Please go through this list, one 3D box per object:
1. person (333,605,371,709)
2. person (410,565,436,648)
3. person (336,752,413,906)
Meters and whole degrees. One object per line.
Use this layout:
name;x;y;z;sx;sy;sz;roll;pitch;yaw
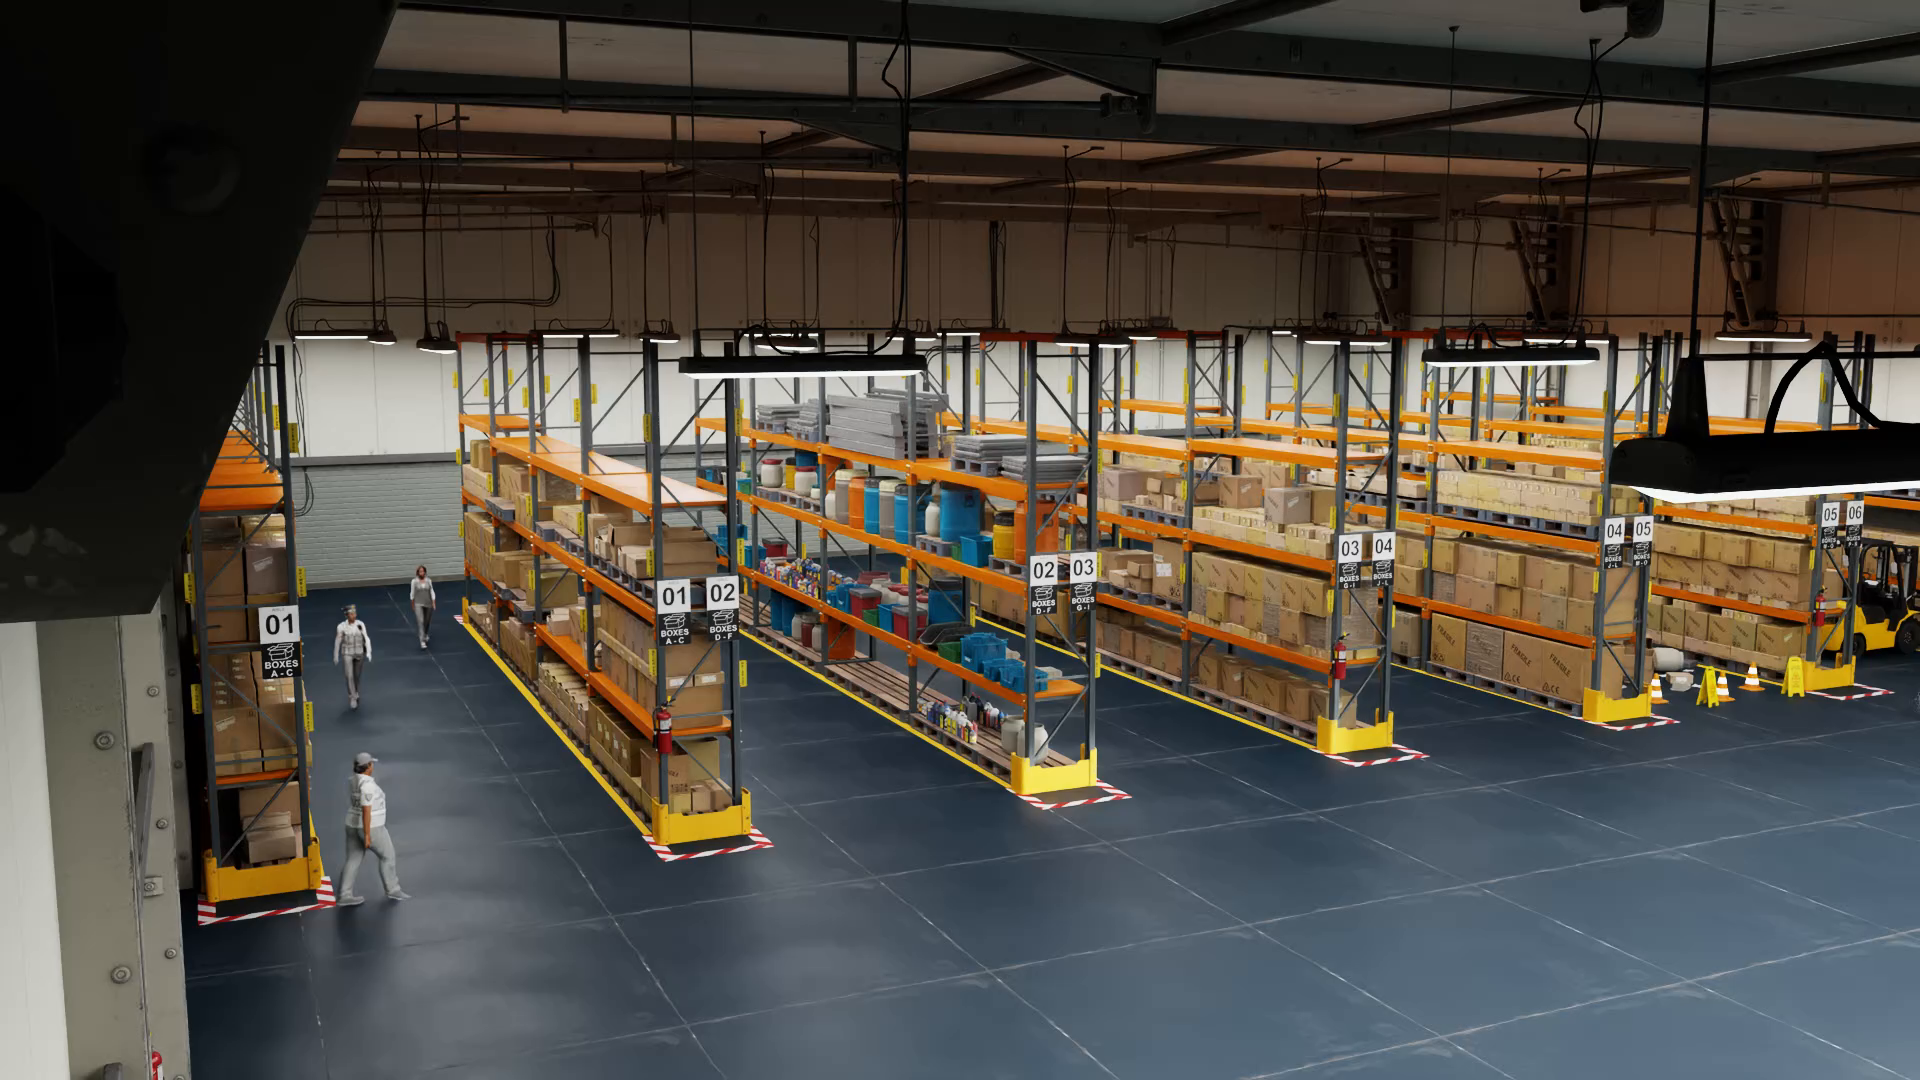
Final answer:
person;-9.880;1.853;27.083;0.552;1.621;1.022;-5;9;-34
person;-10.297;1.251;31.896;0.441;1.540;0.972;-4;9;-25
person;-6.408;3.128;17.974;0.548;1.678;0.730;6;10;36
